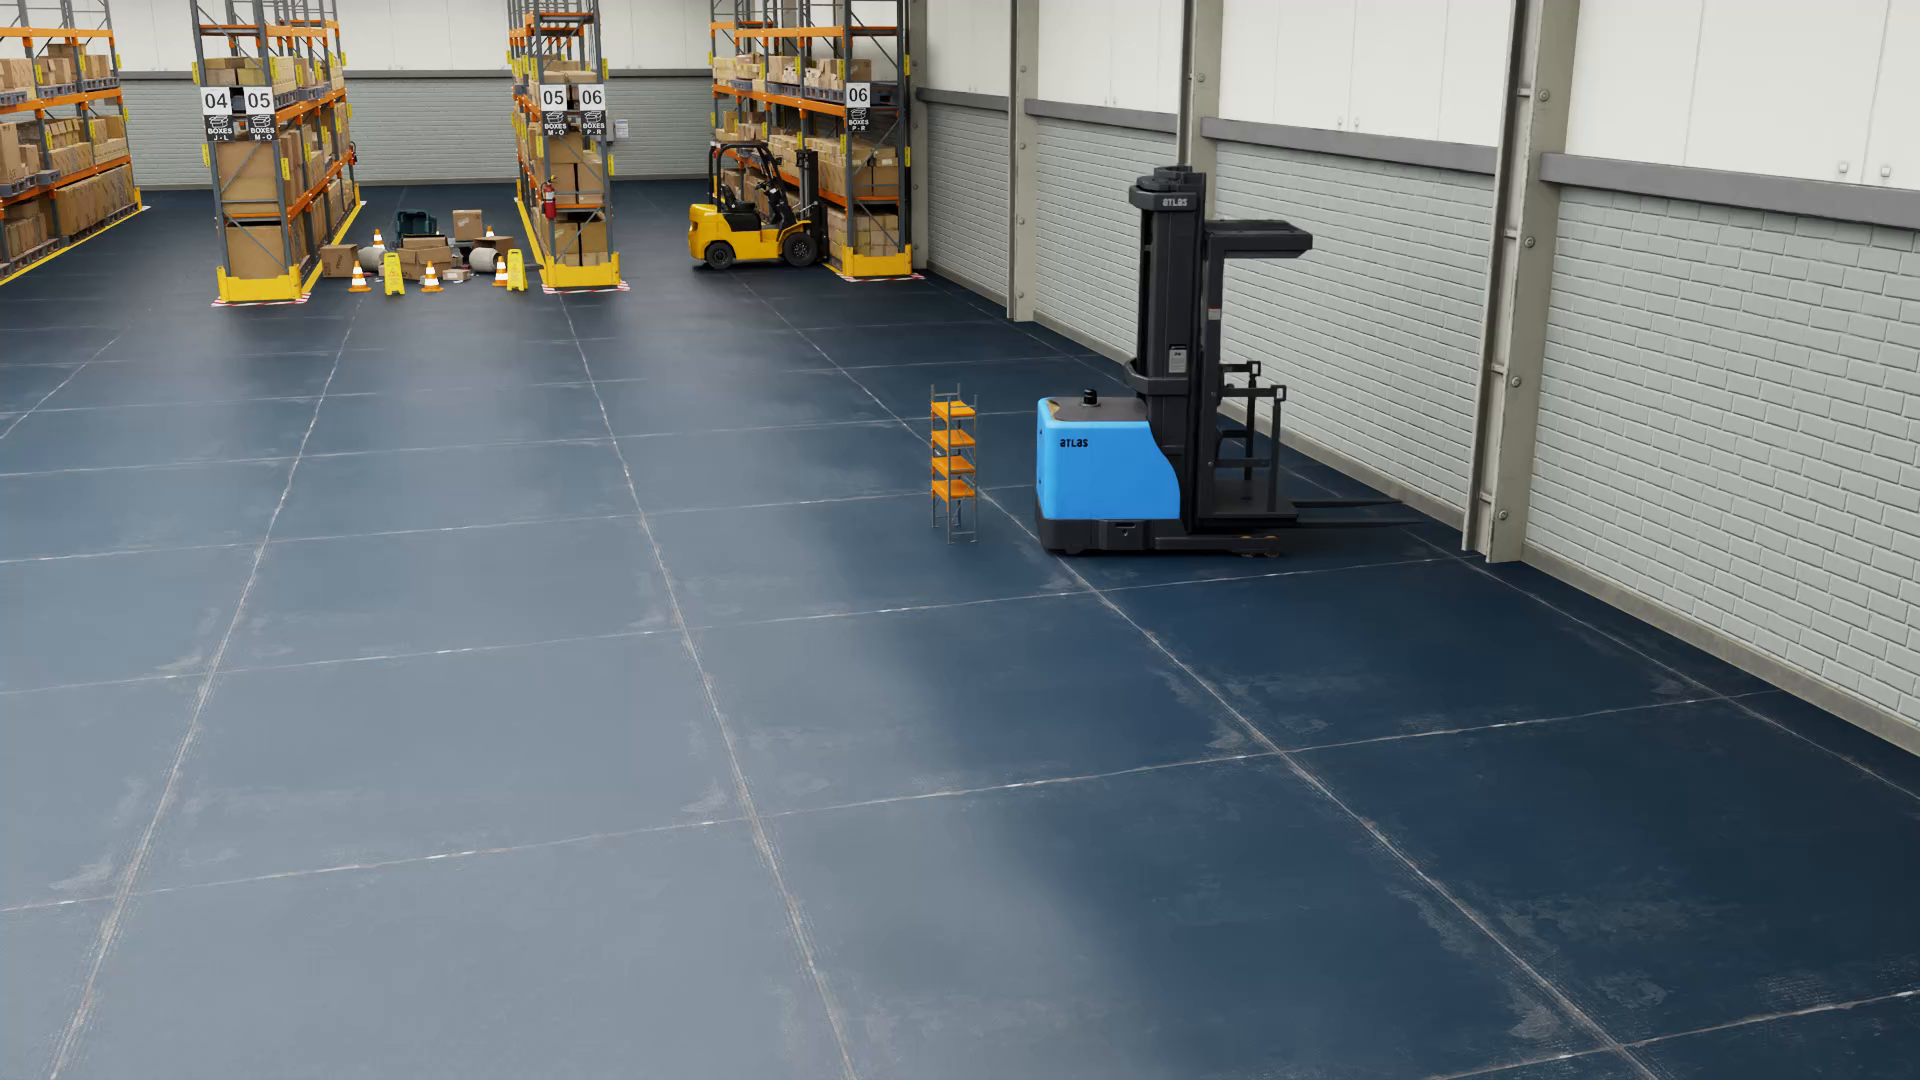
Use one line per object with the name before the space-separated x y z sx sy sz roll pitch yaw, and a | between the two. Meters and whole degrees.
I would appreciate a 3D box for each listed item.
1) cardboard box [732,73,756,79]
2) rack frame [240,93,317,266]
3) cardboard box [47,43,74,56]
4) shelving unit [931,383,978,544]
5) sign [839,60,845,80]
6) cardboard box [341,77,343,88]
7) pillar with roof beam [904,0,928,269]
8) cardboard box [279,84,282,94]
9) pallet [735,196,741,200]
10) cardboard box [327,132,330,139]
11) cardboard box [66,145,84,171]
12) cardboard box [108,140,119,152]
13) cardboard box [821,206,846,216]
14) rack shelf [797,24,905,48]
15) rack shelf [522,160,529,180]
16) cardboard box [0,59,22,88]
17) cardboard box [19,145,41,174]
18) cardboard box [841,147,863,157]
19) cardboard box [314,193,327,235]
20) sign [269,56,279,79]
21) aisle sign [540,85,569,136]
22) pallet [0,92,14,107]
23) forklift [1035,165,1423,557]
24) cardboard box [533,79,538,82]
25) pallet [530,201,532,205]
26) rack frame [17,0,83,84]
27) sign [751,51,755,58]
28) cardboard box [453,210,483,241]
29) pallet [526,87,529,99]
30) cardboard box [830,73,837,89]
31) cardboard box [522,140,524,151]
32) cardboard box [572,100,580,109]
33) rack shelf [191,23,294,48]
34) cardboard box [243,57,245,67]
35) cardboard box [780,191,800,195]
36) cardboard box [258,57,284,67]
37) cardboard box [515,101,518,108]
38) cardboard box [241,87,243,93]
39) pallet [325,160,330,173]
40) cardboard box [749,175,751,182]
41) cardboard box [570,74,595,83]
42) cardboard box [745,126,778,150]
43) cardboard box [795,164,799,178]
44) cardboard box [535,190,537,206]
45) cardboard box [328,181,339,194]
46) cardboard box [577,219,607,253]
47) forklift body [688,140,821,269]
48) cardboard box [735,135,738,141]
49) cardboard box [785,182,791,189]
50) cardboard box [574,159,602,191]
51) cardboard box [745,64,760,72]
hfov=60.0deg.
cardboard box | -5.108 -10.979 39.319 0.500 0.250 0.500 -5 17 -15
rack frame | -12.039 -6.333 29.320 1.000 3.000 0.127 -5 17 -15
cardboard box | -19.286 -10.535 35.714 0.500 0.250 0.500 -6 18 -19
shelving unit | -0.046 -0.620 13.432 0.258 1.200 0.503 -5 17 -15
sign | -1.962 -7.823 27.665 0.100 0.325 0.005 -5 17 -15
cardboard box | -14.810 -10.771 39.143 0.500 0.250 0.500 -5 17 -15
pillar with roof beam | -4.900 -8.836 27.225 9.100 9.000 0.400 -5 17 -15
cardboard box | -10.935 -7.122 26.265 0.380 0.149 0.250 -5 17 -15
pallet | -4.922 -8.213 40.427 1.003 0.211 1.213 -5 17 -15
cardboard box | -13.865 -8.741 36.012 0.380 0.149 0.250 -5 17 -17
cardboard box | -18.363 -7.840 34.165 0.500 0.500 0.500 -5 17 -16
cardboard box | -19.466 -8.964 37.825 0.500 0.250 0.500 -5 18 -17
cardboard box | -2.289 -5.925 30.275 0.500 0.250 0.500 -5 17 -16
rack shelf | -1.986 -8.929 29.482 1.077 0.370 4.000 -5 17 -15
rack shelf | -8.956 -8.067 36.345 1.077 0.370 4.000 -5 17 -15
cardboard box | -17.291 -8.408 29.971 0.500 0.500 0.500 -4 17 -14
cardboard box | -17.499 -7.031 30.742 0.700 0.500 0.500 -2 17 -7
cardboard box | -1.835 -6.688 28.686 0.380 0.149 0.250 -5 17 -15
cardboard box | -13.057 -6.387 32.683 1.050 0.750 0.750 -5 17 -16
sign | -10.404 -7.162 25.209 0.100 0.325 0.005 -5 17 -15
aisle sign | -6.470 -6.851 26.525 0.394 0.787 0.004 -5 17 -15
pallet | -16.903 -7.494 28.300 1.213 0.211 1.003 -5 17 -15
forklift | 2.146 -1.421 13.087 3.031 2.935 1.130 0 17 -1
cardboard box | -7.039 -7.836 28.160 0.380 0.149 0.250 -4 17 -14
pallet | -9.640 -7.846 39.205 1.003 0.211 1.213 -5 17 -15
rack frame | -19.034 -11.055 34.612 1.000 3.000 0.127 -5 17 -15
sign | -5.294 -12.364 42.645 0.100 0.325 0.005 -5 17 -15
cardboard box | -9.010 -5.769 30.471 0.500 0.500 0.500 -5 17 -15
pallet | -7.662 -8.565 31.862 1.213 0.211 1.003 -5 17 -15
cardboard box | -2.026 -7.936 28.772 0.396 0.266 0.258 -5 17 -15
cardboard box | -9.232 -8.565 36.144 0.500 0.250 0.500 -5 17 -17
cardboard box | -6.145 -7.145 27.247 0.380 0.149 0.250 -5 18 -17
rack shelf | -11.489 -8.117 26.777 1.077 0.370 4.000 -5 17 -15
cardboard box | -11.984 -7.871 27.372 0.380 0.149 0.250 -5 17 -15
cardboard box | -3.290 -6.962 34.813 0.875 0.625 0.625 -4 17 -13
cardboard box | -11.144 -7.713 26.850 0.380 0.149 0.250 -4 17 -14
cardboard box | -10.672 -10.641 40.623 0.380 0.149 0.250 -4 17 -14
cardboard box | -11.776 -7.279 26.788 0.380 0.149 0.250 -4 17 -15
pallet | -13.436 -7.536 33.660 1.213 0.211 1.003 -5 17 -15
cardboard box | -4.741 -8.482 38.964 0.380 0.149 0.250 -5 17 -17
cardboard box | -6.110 -7.458 26.904 0.380 0.149 0.250 -5 17 -16
cardboard box | -4.458 -9.096 37.614 0.700 0.500 0.500 -5 17 -16
cardboard box | -2.926 -7.192 32.443 0.500 0.250 0.500 -4 17 -14
cardboard box | -8.758 -7.487 36.125 0.875 0.875 0.875 -4 17 -15
cardboard box | -13.661 -7.579 35.782 0.500 0.250 0.500 -4 17 -13
cardboard box | -6.171 -5.141 28.097 0.500 0.500 0.500 -5 18 -17
forklift body | -3.712 -6.013 29.731 2.313 2.155 1.214 -5 17 -15
cardboard box | -5.109 -9.551 39.776 0.500 0.250 0.500 -4 17 -14
cardboard box | -3.671 -7.874 36.937 0.380 0.149 0.250 -4 17 -15
cardboard box | -6.217 -6.132 27.961 0.500 0.500 0.500 -4 17 -14
cardboard box | -4.594 -10.528 37.087 0.380 0.149 0.250 -5 17 -15
